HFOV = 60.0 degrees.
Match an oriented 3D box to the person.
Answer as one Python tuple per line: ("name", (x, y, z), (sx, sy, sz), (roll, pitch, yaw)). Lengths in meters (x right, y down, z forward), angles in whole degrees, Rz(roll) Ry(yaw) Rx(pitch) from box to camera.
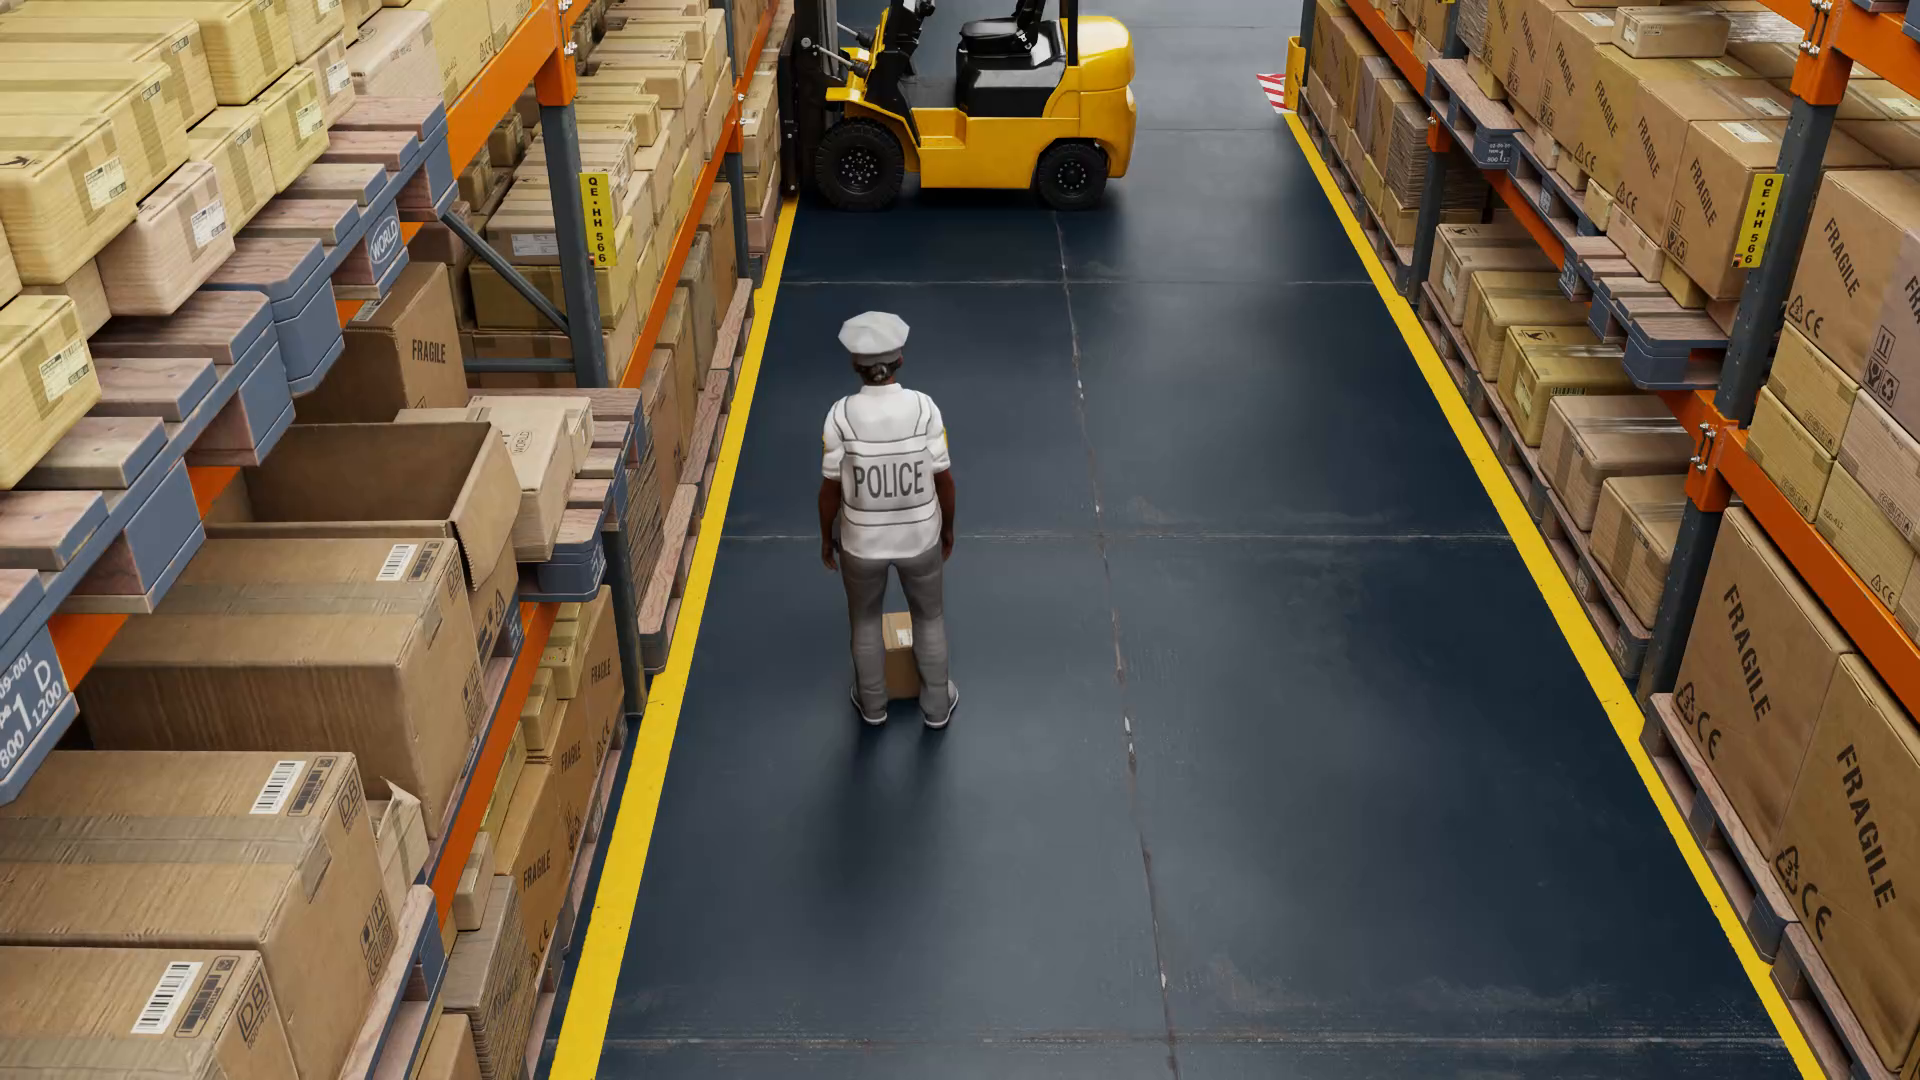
("person", (-0.258, -0.018, 6.164), (0.521, 1.659, 0.417), (-4, 32, -6))
